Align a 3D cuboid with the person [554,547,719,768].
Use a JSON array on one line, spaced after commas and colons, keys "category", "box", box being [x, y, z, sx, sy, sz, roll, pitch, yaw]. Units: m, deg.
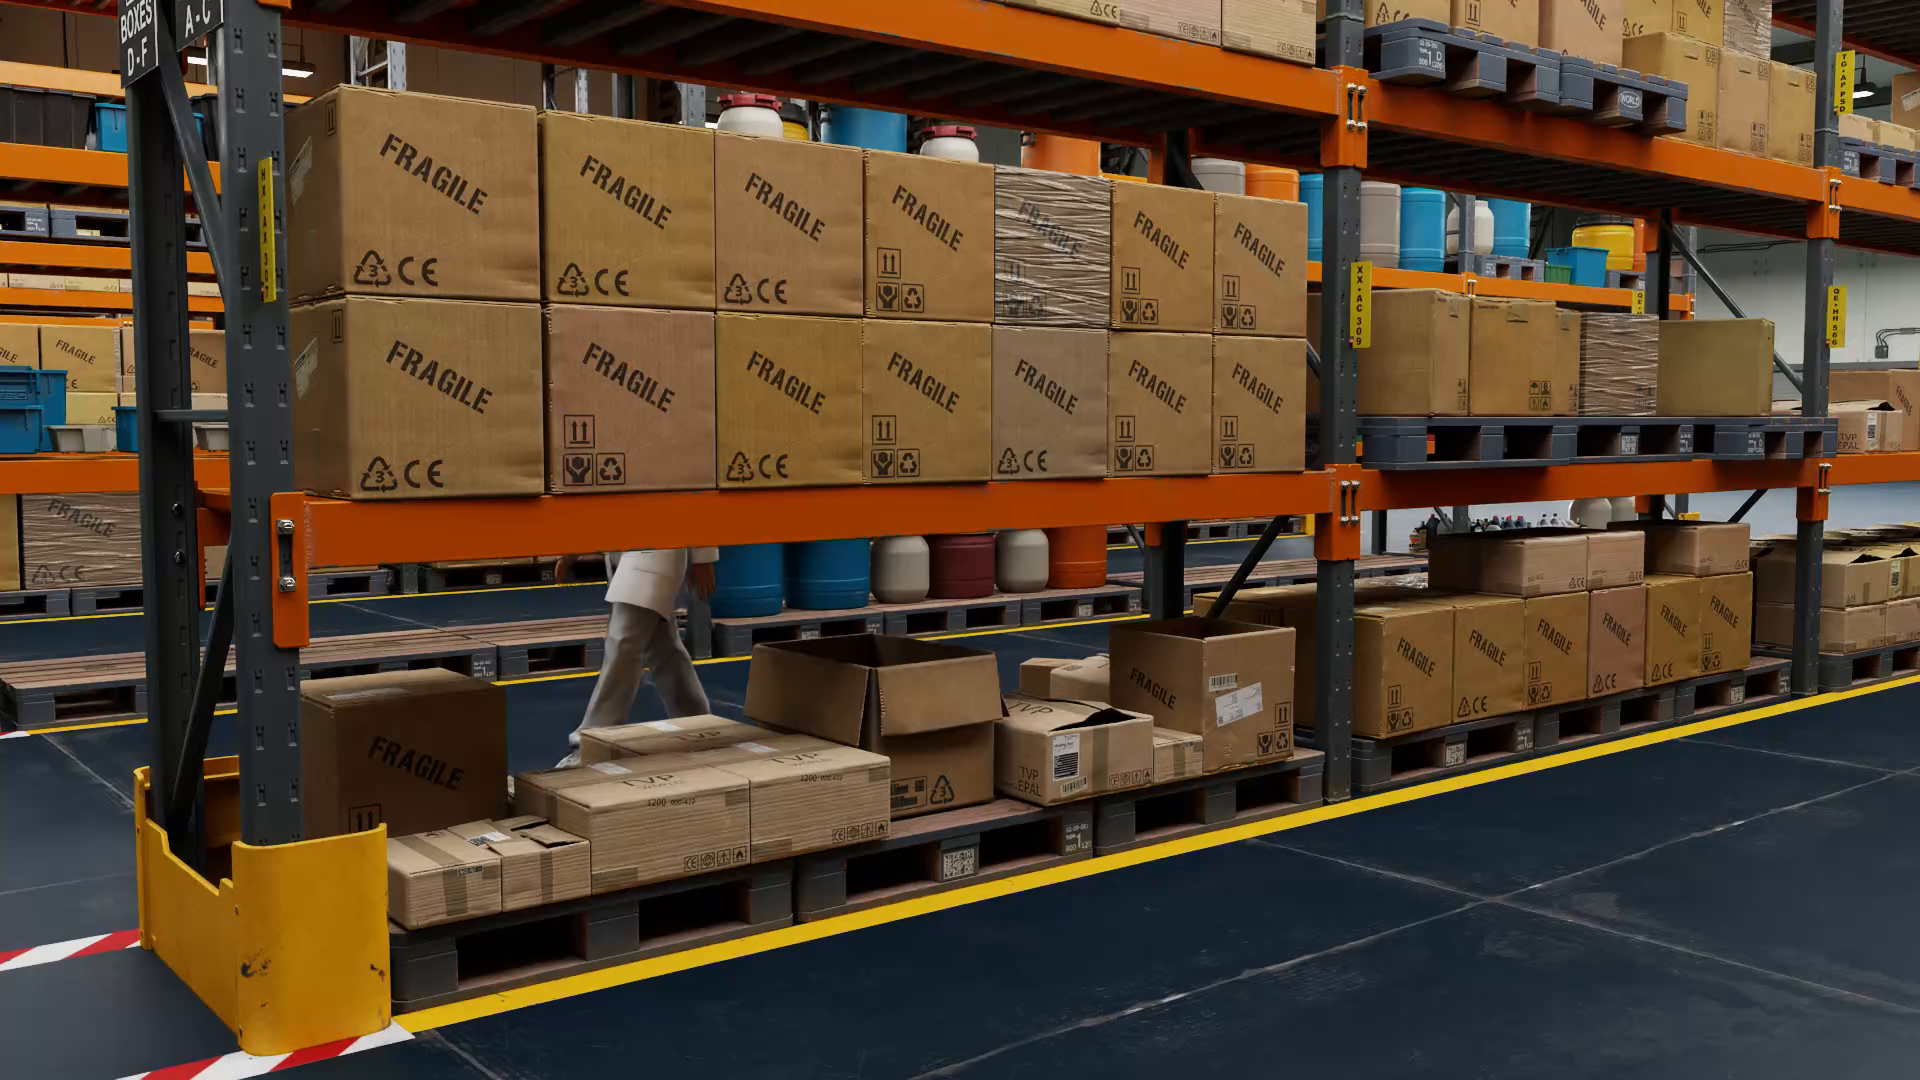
[{"category": "person", "box": [-1.425, 0.091, 7.036, 0.969, 1.753, 0.571, -4, 6, -43]}]
